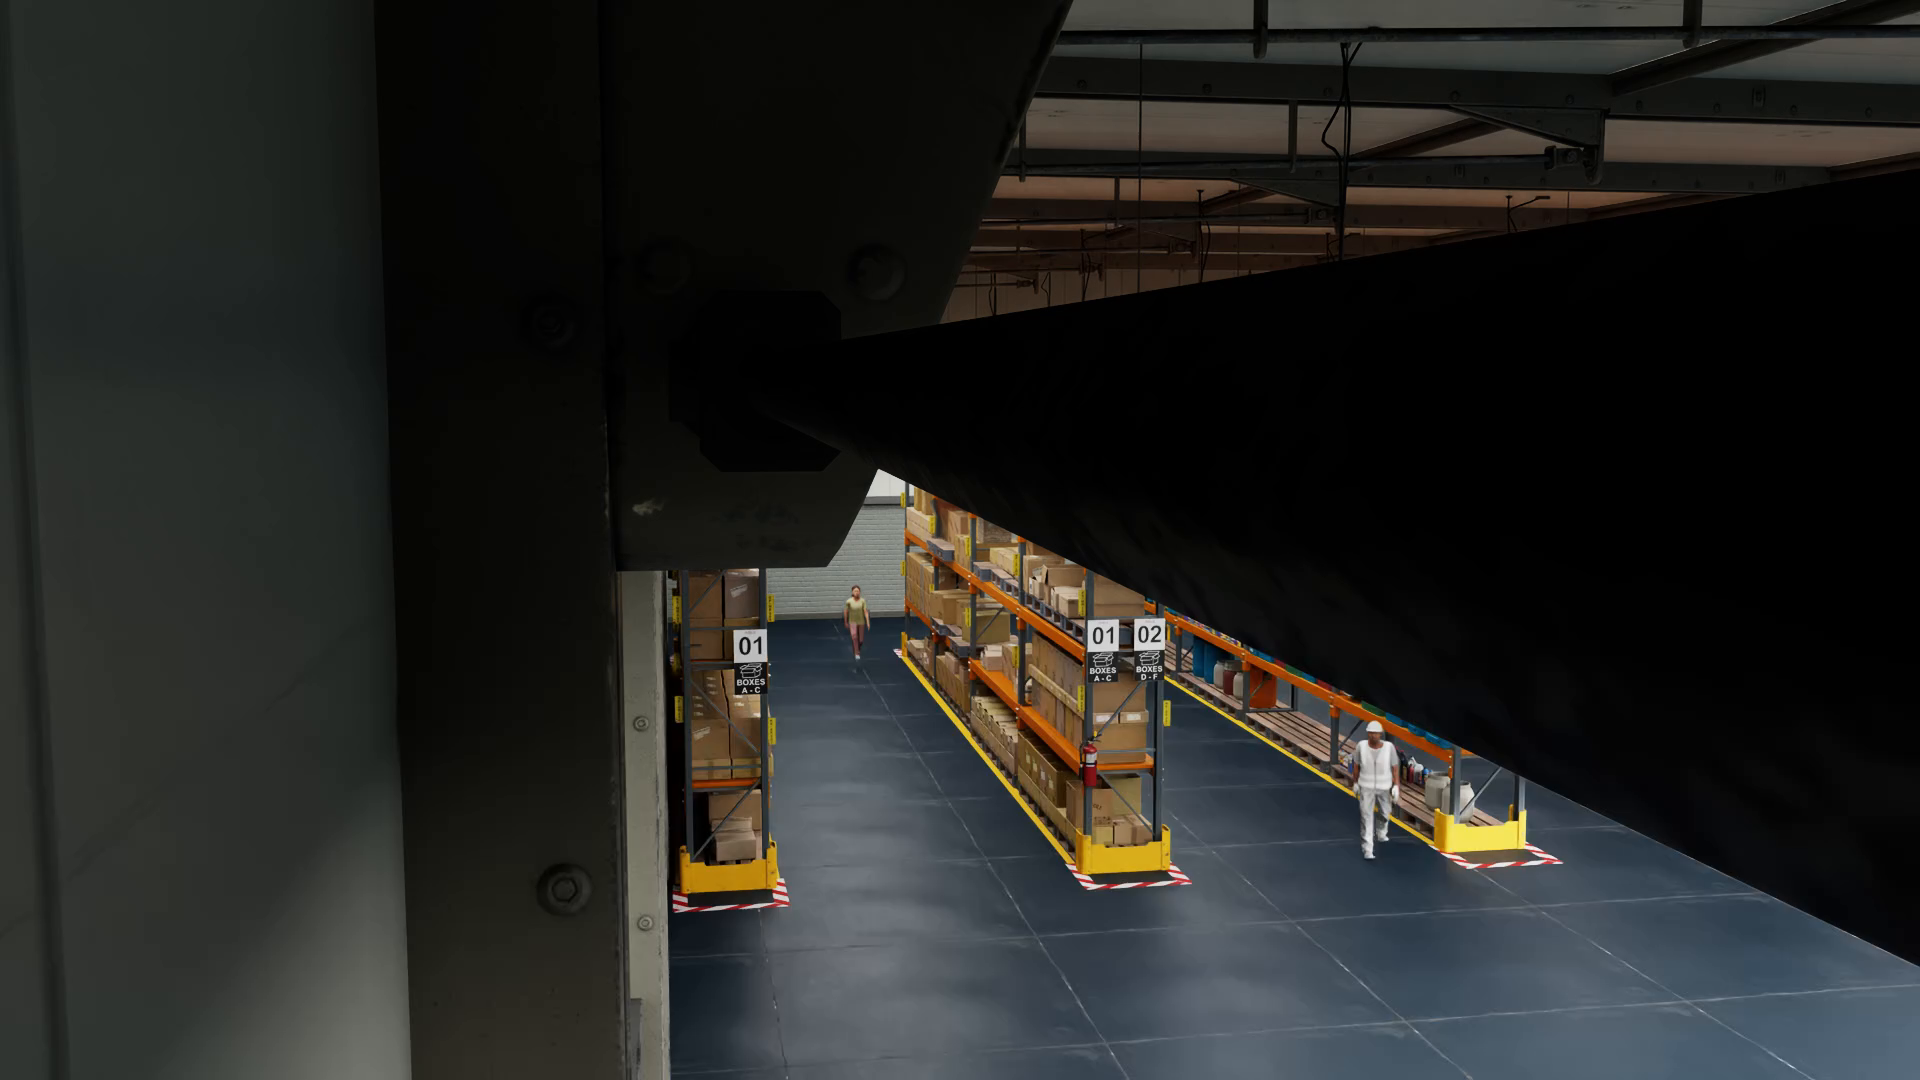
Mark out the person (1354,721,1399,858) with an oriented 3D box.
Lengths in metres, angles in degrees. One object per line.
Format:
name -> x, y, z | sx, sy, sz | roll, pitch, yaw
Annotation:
person -> 5.426, 3.219, 21.686 | 0.574, 1.749, 1.023 | 1, 6, 12

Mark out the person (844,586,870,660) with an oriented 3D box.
person -> -2.154, 1.708, 34.733 | 0.495, 1.512, 1.062 | -1, 6, -13

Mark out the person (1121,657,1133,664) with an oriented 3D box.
person -> 3.366, 1.962, 33.527 | 0.576, 1.751, 0.499 | -3, 7, -26
